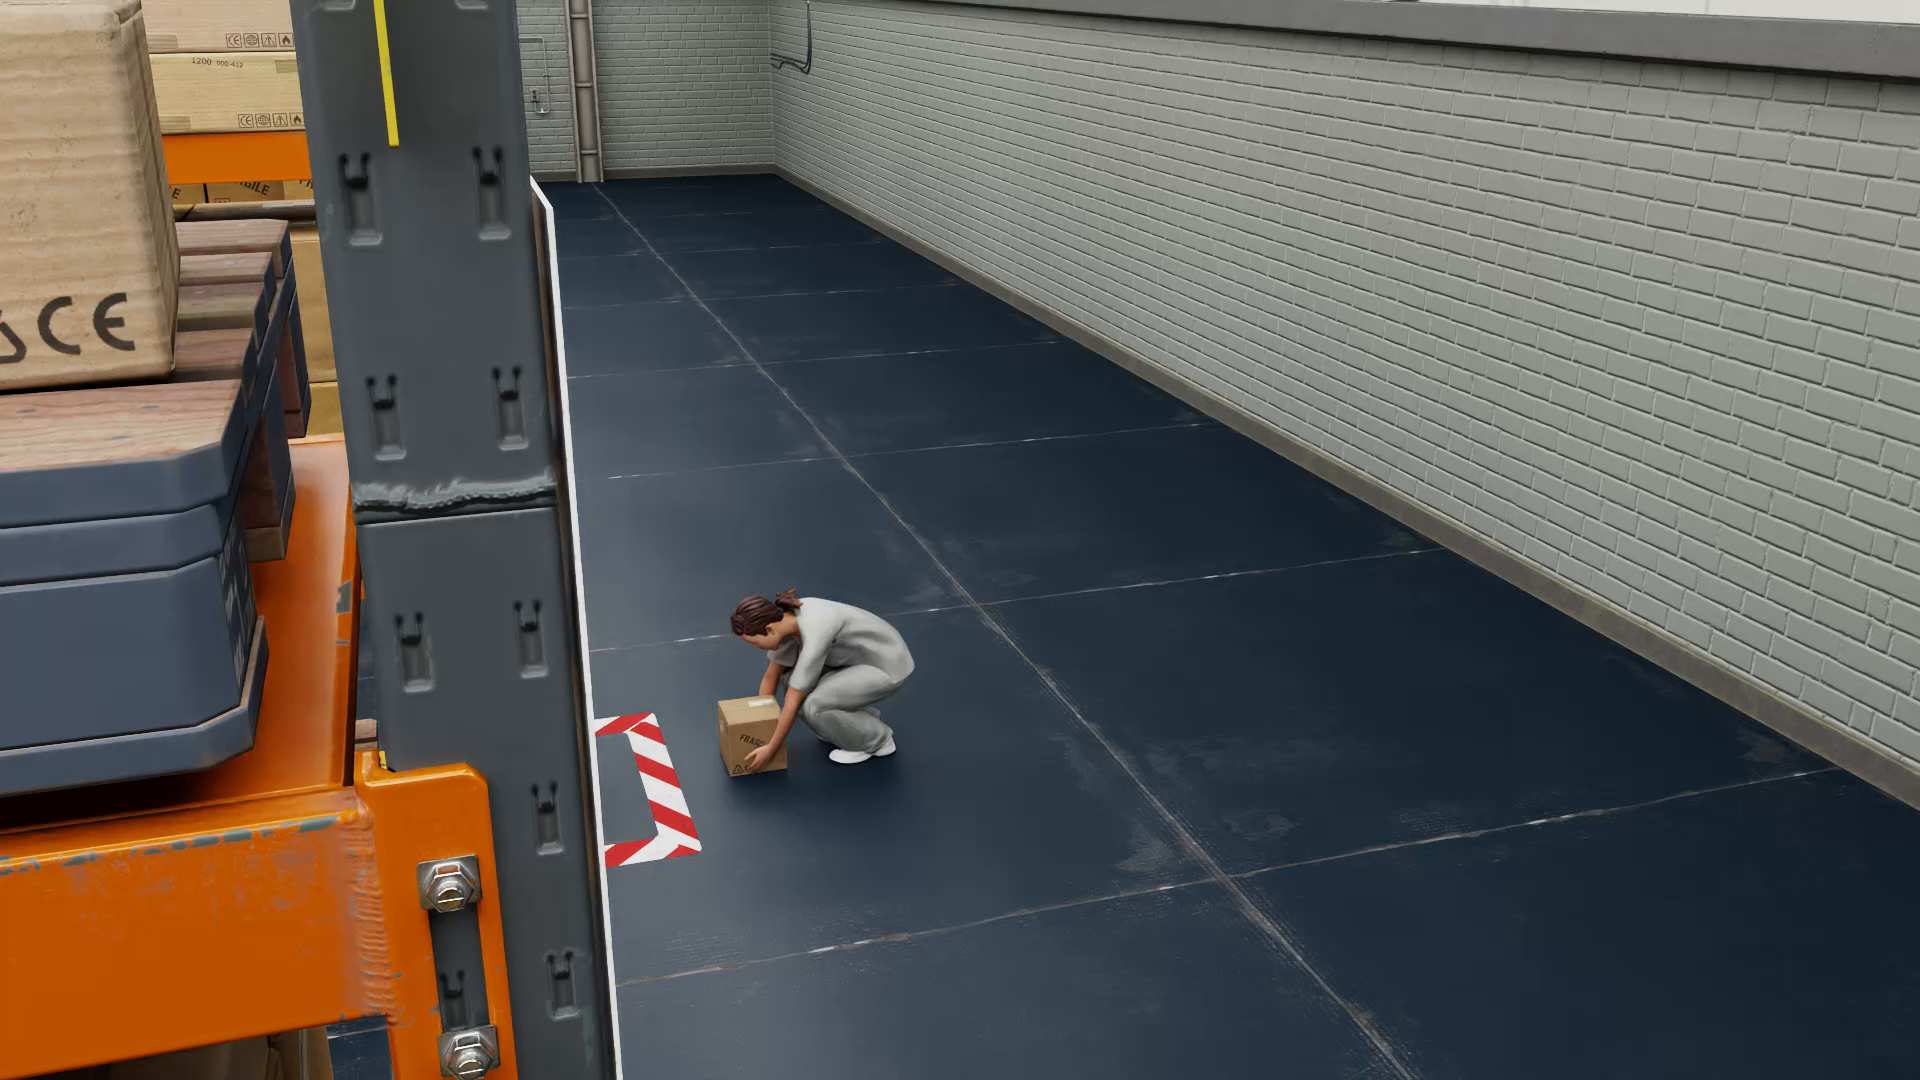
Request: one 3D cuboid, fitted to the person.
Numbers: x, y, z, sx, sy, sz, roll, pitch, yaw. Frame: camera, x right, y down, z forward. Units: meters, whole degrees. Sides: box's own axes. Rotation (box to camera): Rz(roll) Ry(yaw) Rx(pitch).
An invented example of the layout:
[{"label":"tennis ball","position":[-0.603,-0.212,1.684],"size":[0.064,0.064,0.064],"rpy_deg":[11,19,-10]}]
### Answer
[{"label":"person","position":[-0.599,0.569,7.283],"size":[0.804,0.805,0.478],"rpy_deg":[-6,20,-17]}]
